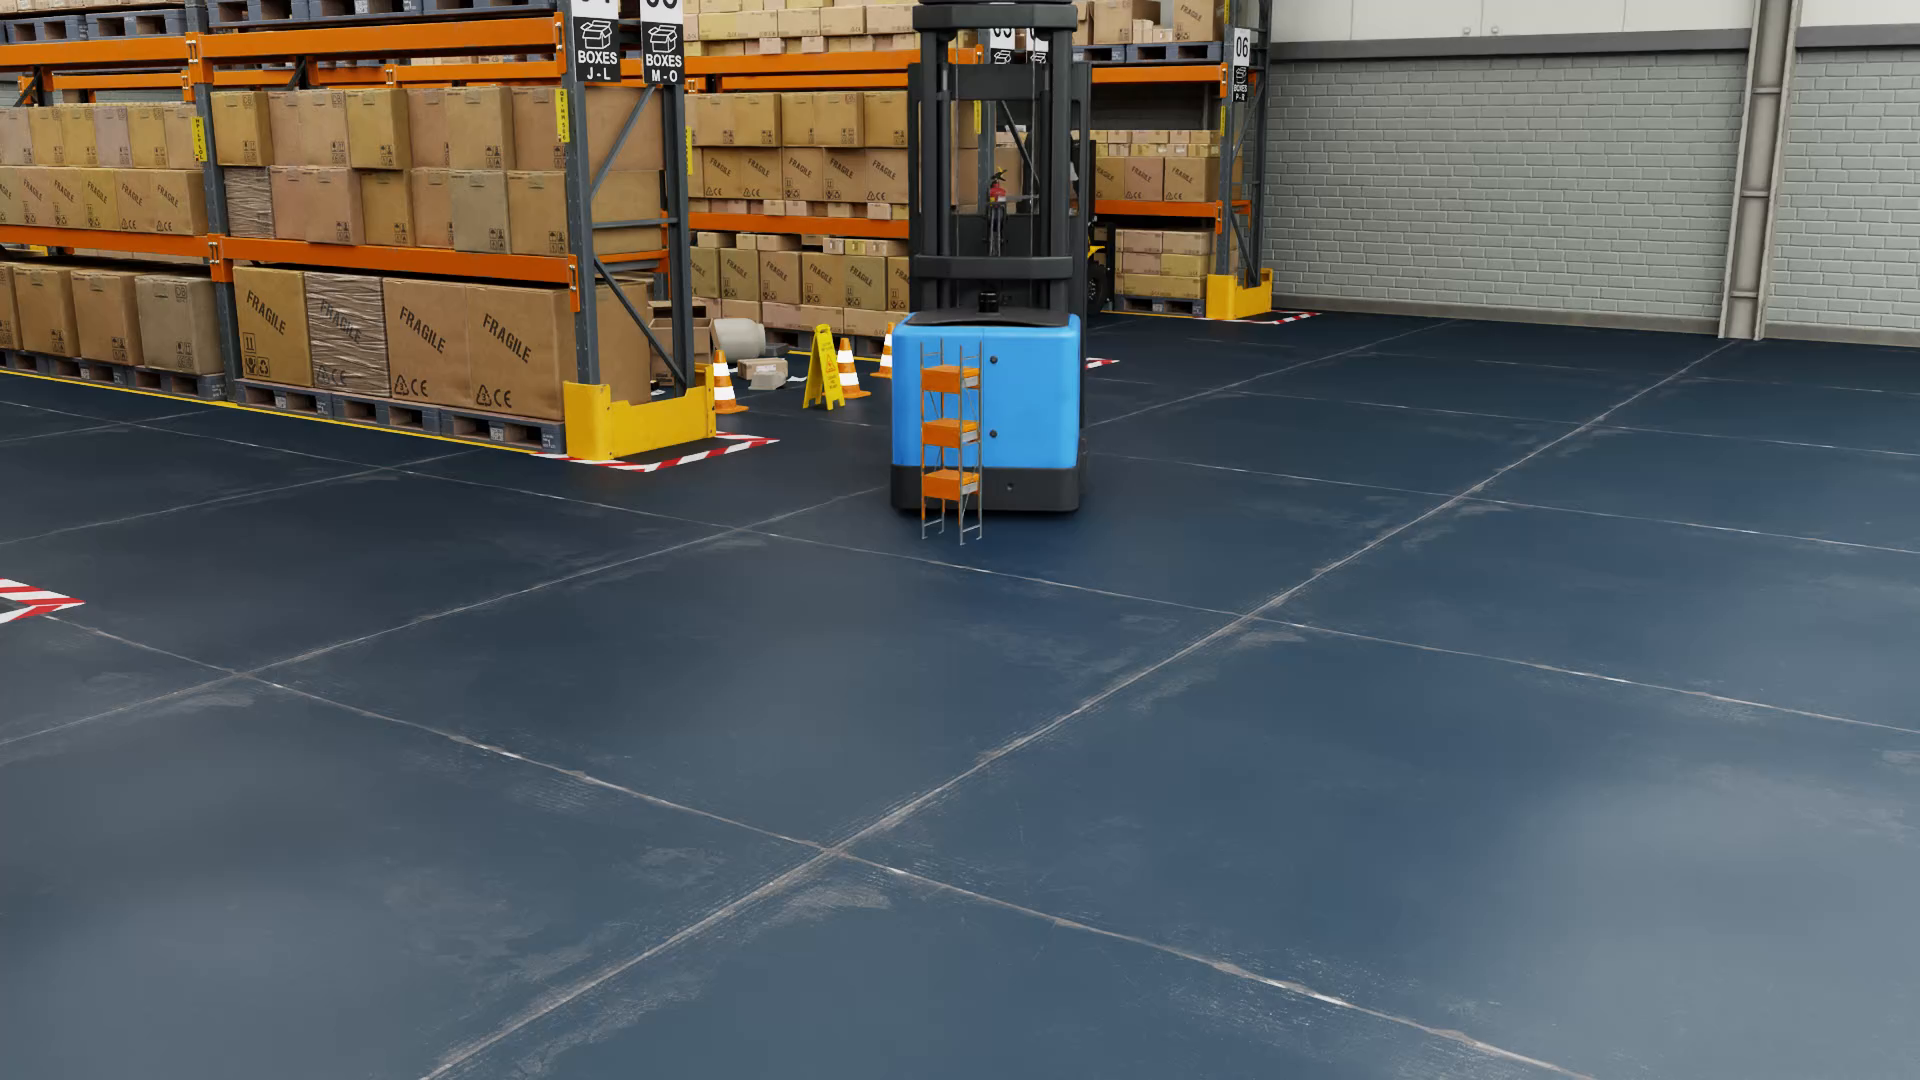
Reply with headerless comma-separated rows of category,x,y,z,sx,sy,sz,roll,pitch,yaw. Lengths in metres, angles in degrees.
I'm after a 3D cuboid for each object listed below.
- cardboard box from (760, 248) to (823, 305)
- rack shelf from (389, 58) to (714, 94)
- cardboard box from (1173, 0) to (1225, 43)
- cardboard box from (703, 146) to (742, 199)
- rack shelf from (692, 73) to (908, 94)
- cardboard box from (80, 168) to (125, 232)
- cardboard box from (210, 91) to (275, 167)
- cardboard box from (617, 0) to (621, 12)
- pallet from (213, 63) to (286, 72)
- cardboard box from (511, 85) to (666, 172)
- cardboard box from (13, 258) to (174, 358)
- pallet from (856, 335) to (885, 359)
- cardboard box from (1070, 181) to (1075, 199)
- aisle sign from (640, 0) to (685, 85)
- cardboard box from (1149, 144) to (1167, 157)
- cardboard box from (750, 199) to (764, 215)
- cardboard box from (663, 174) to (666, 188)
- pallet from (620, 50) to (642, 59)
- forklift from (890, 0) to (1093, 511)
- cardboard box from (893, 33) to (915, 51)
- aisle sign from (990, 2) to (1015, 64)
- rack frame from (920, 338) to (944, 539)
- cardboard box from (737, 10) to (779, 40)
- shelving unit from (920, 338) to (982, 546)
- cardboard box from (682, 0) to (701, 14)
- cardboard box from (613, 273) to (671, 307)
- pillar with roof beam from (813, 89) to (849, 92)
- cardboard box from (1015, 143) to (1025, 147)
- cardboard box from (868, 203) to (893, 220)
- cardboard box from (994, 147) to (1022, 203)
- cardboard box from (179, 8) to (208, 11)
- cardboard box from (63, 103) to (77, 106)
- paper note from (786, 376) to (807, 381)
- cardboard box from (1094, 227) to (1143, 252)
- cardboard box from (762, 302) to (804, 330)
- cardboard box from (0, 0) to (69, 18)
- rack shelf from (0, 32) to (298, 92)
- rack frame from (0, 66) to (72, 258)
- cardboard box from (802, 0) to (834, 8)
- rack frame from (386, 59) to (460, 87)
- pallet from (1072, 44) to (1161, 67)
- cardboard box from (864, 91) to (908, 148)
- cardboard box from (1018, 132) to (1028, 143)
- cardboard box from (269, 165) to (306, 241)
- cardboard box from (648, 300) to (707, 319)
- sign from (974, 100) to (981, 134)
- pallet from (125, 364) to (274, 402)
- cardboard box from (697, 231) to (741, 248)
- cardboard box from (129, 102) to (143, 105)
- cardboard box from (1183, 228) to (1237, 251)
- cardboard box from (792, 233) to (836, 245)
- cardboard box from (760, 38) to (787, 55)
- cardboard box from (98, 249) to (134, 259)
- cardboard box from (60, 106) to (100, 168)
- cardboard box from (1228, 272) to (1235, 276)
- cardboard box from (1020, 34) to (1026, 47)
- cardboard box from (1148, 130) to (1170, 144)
cardboard box,-1.618,-2.609,16.407,0.500,0.500,0.500,10,17,36
rack shelf,-4.496,-5.023,18.127,4.000,0.370,1.077,9,17,33
cardboard box,2.746,-5.869,18.759,0.500,0.500,0.500,10,17,35
cardboard box,-2.197,-3.664,16.553,0.500,0.500,0.500,9,17,33
rack shelf,-1.729,-6.013,22.127,4.000,0.370,1.077,9,17,33
cardboard box,-6.936,-2.848,13.878,0.500,0.500,0.500,9,17,33
cardboard box,-5.228,-3.188,12.900,0.550,0.550,0.875,9,17,33
cardboard box,-3.389,-5.530,17.075,0.500,0.250,0.500,10,17,34
pallet,-8.686,-5.971,20.857,1.217,0.209,0.805,8,16,31
cardboard box,-2.482,-2.765,11.193,0.550,0.550,0.875,9,17,33
cardboard box,-7.652,-2.079,14.789,0.750,0.750,1.050,9,17,34
pallet,-0.235,-1.884,15.995,1.213,0.211,1.003,9,17,33
cardboard box,1.421,-4.369,20.023,0.500,0.500,0.500,9,17,33
aisle sign,-1.970,-3.423,10.999,0.004,0.787,0.394,9,17,33
cardboard box,2.396,-4.531,19.327,0.250,0.149,0.380,10,17,34
cardboard box,-1.854,-3.297,16.423,0.250,0.149,0.380,9,17,33
cardboard box,-3.119,-3.867,17.851,0.250,0.149,0.380,9,17,34
pallet,-3.289,-5.117,17.399,1.003,0.211,1.213,9,17,33
forklift,0.254,-1.881,10.321,1.130,2.935,3.031,1,14,5
cardboard box,-0.396,-4.507,15.068,0.250,0.149,0.380,10,17,34
aisle sign,0.372,-4.307,14.570,0.004,0.787,0.394,9,17,33
rack frame,-0.146,-0.533,8.792,0.008,1.050,0.200,9,17,33
cardboard box,-1.783,-4.925,15.926,0.500,0.250,0.500,9,17,33
shelving unit,-0.044,-0.517,8.726,0.252,1.050,0.215,9,17,33
cardboard box,-2.525,-5.233,16.340,0.250,0.149,0.380,10,17,34
cardboard box,-3.273,-2.646,17.864,0.625,0.372,0.950,9,17,34
pillar with roof beam,-4.206,-7.233,19.315,0.400,9.000,9.100,9,17,33
cardboard box,0.876,-4.759,20.248,0.250,0.149,0.380,9,17,32
cardboard box,-0.650,-3.076,15.530,0.250,0.149,0.380,10,17,34
cardboard box,0.244,-3.423,15.582,0.500,0.500,0.500,9,16,32
cardboard box,-6.237,-4.422,13.644,0.380,0.149,0.250,9,17,33
cardboard box,-12.016,-5.893,22.747,0.250,0.149,0.380,9,16,31
paper note,-1.413,-1.400,14.416,0.142,0.019,0.148,3,14,14
cardboard box,1.842,-3.589,19.845,0.500,0.250,0.500,9,17,34
cardboard box,-1.607,-2.244,16.494,0.500,0.250,0.500,9,16,32
cardboard box,-7.941,-4.611,14.197,0.500,0.250,0.500,10,17,34
rack shelf,-7.175,-4.022,14.085,4.000,0.370,1.077,9,17,33
rack frame,-8.834,-3.184,15.442,0.127,3.000,1.000,9,17,33
cardboard box,-1.254,-5.018,15.473,0.250,0.149,0.380,10,17,34
rack frame,-6.156,-4.184,19.484,0.127,3.000,1.000,9,17,33
pallet,1.661,-5.778,19.864,1.213,0.211,1.003,9,17,33
cardboard box,-0.479,-3.884,15.363,0.500,0.500,0.700,9,17,33
cardboard box,0.900,-4.910,20.239,0.250,0.149,0.380,9,16,32
cardboard box,-4.733,-2.604,12.787,0.550,0.550,0.875,9,17,33
cardboard box,-2.707,-2.021,15.941,0.500,0.500,0.500,-4,14,-16
sign,0.156,-3.719,14.537,0.005,0.325,0.100,9,17,33
pallet,-6.198,-1.382,13.968,1.213,0.211,1.003,9,17,33
cardboard box,-2.427,-3.034,16.776,0.250,0.149,0.380,9,17,34
cardboard box,-10.715,-5.697,21.954,0.250,0.149,0.380,9,17,32
cardboard box,2.957,-3.558,19.723,0.500,0.250,0.500,9,16,32
cardboard box,-1.773,-3.963,22.658,0.625,0.625,0.875,8,16,31
cardboard box,-1.694,-4.701,15.851,0.250,0.149,0.380,9,16,32
cardboard box,-11.426,-4.028,23.309,0.875,0.438,0.875,10,17,34
cardboard box,-7.196,-3.451,14.233,0.500,0.500,0.700,9,17,32
cardboard box,2.951,-3.076,19.854,0.500,0.250,0.500,9,17,33
cardboard box,0.771,-6.001,20.020,0.250,0.149,0.380,10,17,34
cardboard box,2.381,-4.672,19.277,0.250,0.149,0.380,10,17,34
